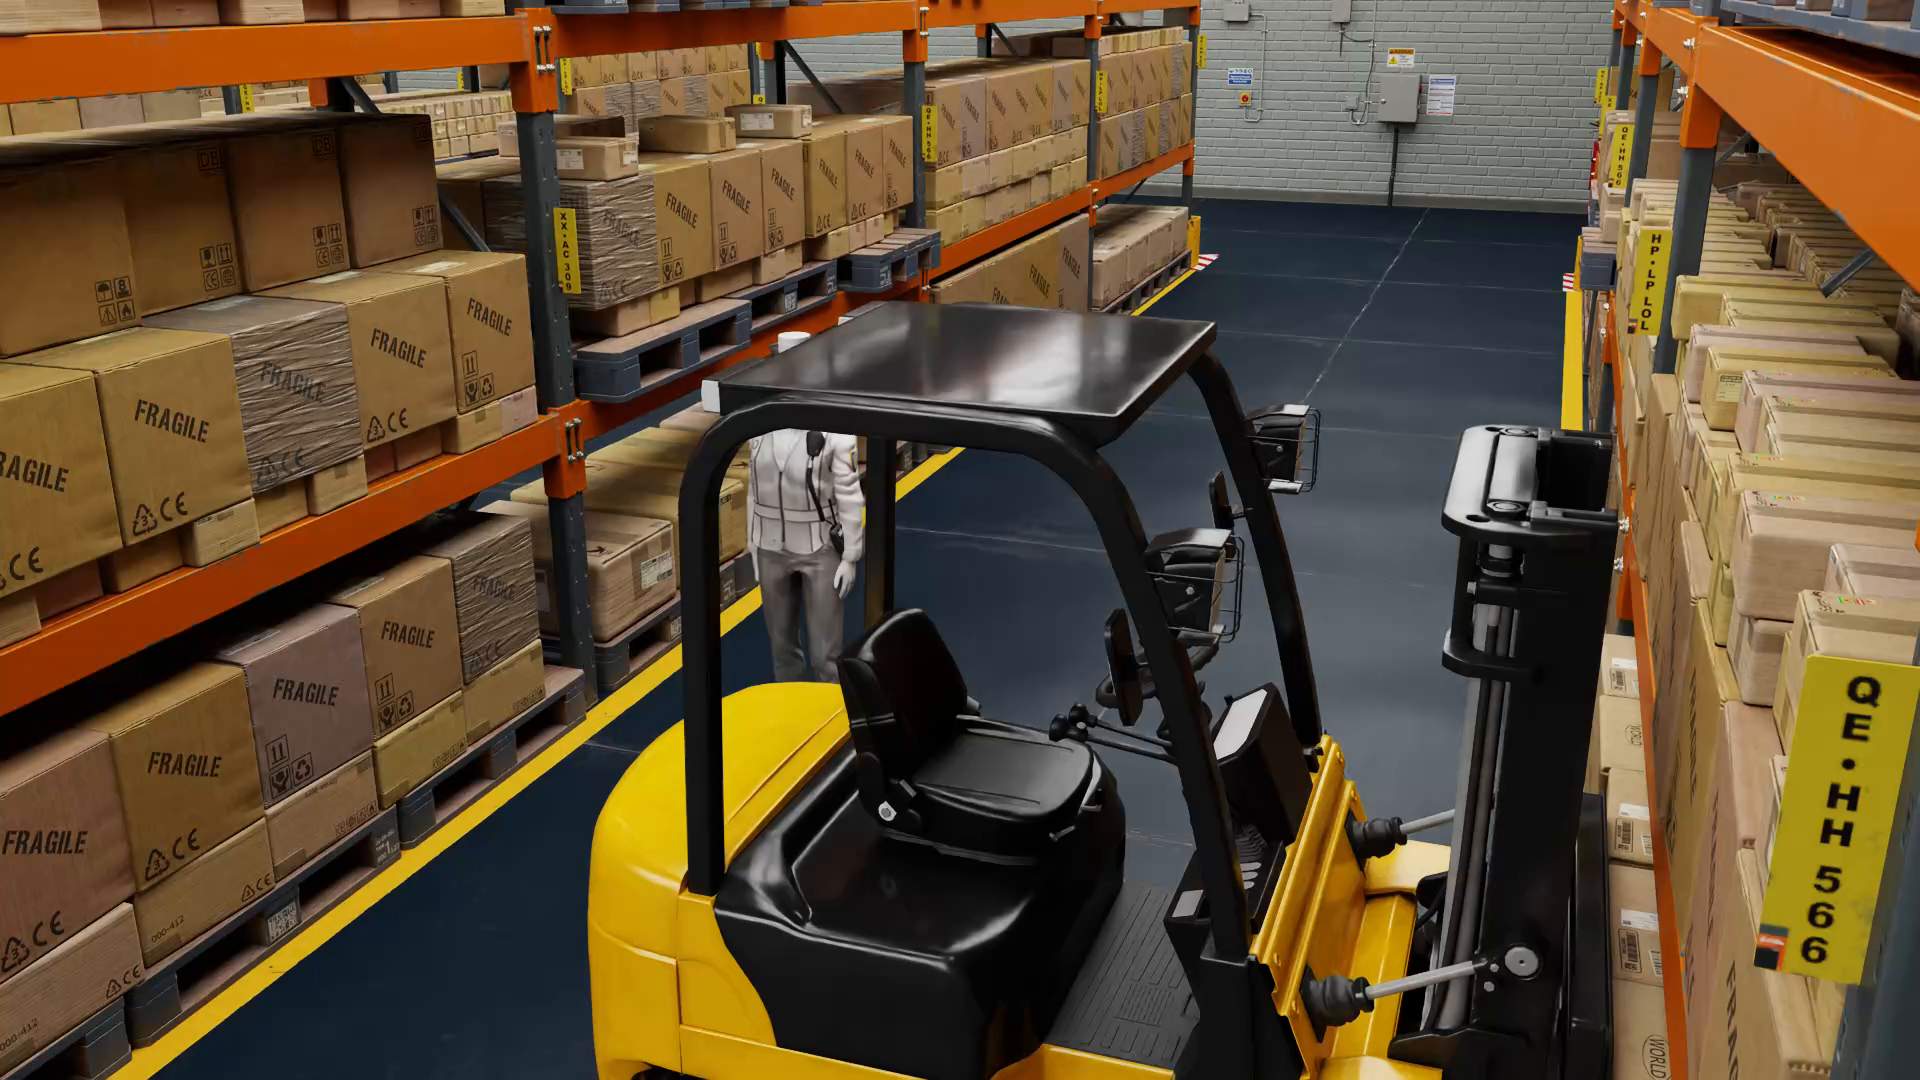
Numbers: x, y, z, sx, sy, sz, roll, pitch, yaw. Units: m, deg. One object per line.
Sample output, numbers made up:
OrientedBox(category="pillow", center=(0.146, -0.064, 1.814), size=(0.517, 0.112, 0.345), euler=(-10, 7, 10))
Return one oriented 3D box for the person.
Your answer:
OrientedBox(category="person", center=(-0.606, 0.058, 6.370), size=(0.472, 1.683, 0.350), euler=(7, 20, 19))
